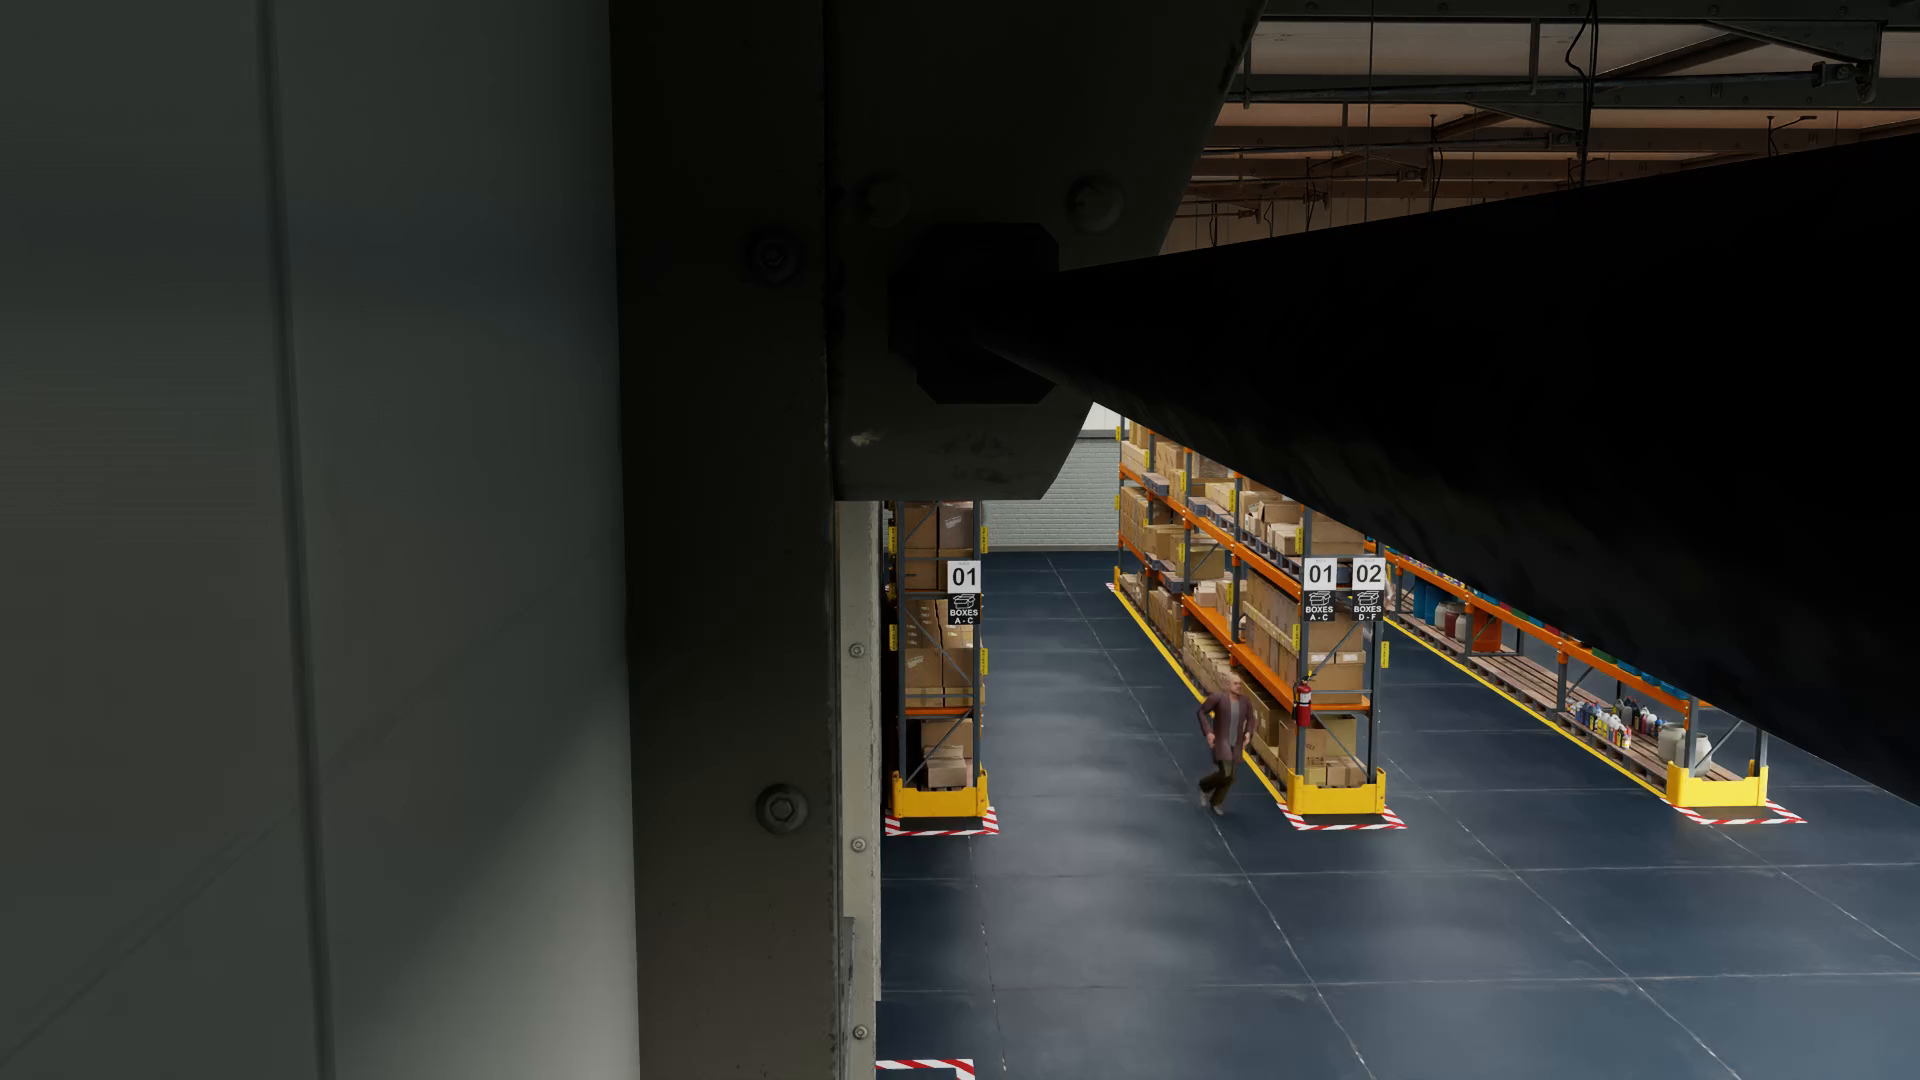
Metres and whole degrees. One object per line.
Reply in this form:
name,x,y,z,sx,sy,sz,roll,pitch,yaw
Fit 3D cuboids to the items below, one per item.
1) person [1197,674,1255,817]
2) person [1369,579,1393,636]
person,3.349,2.533,20.621,0.696,1.749,0.605,-4,9,-24
person,7.747,1.186,30.768,0.537,1.435,0.978,3,9,18
